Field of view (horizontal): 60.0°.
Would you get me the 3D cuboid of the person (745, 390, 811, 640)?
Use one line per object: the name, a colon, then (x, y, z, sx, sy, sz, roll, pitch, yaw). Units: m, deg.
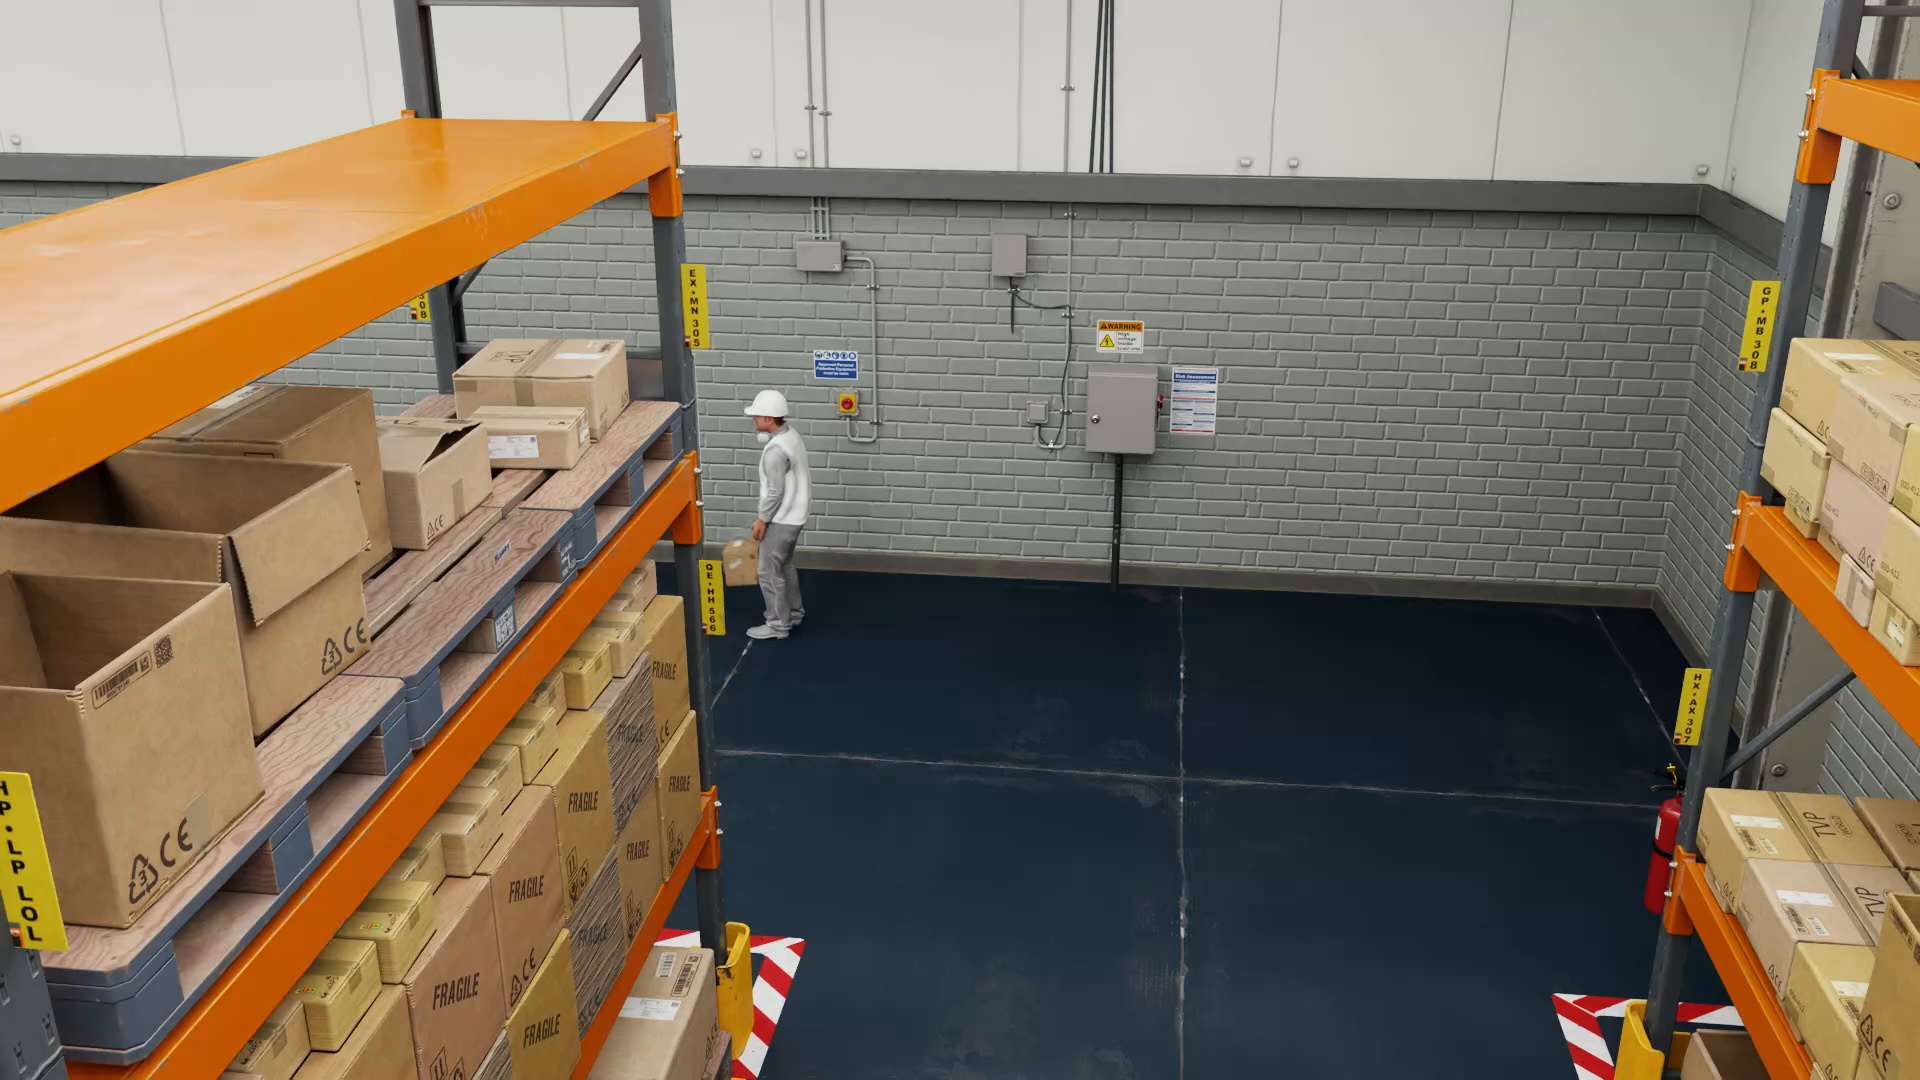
person: (-1.259, -0.180, 11.507, 0.472, 1.776, 0.560, 2, 21, 5)
